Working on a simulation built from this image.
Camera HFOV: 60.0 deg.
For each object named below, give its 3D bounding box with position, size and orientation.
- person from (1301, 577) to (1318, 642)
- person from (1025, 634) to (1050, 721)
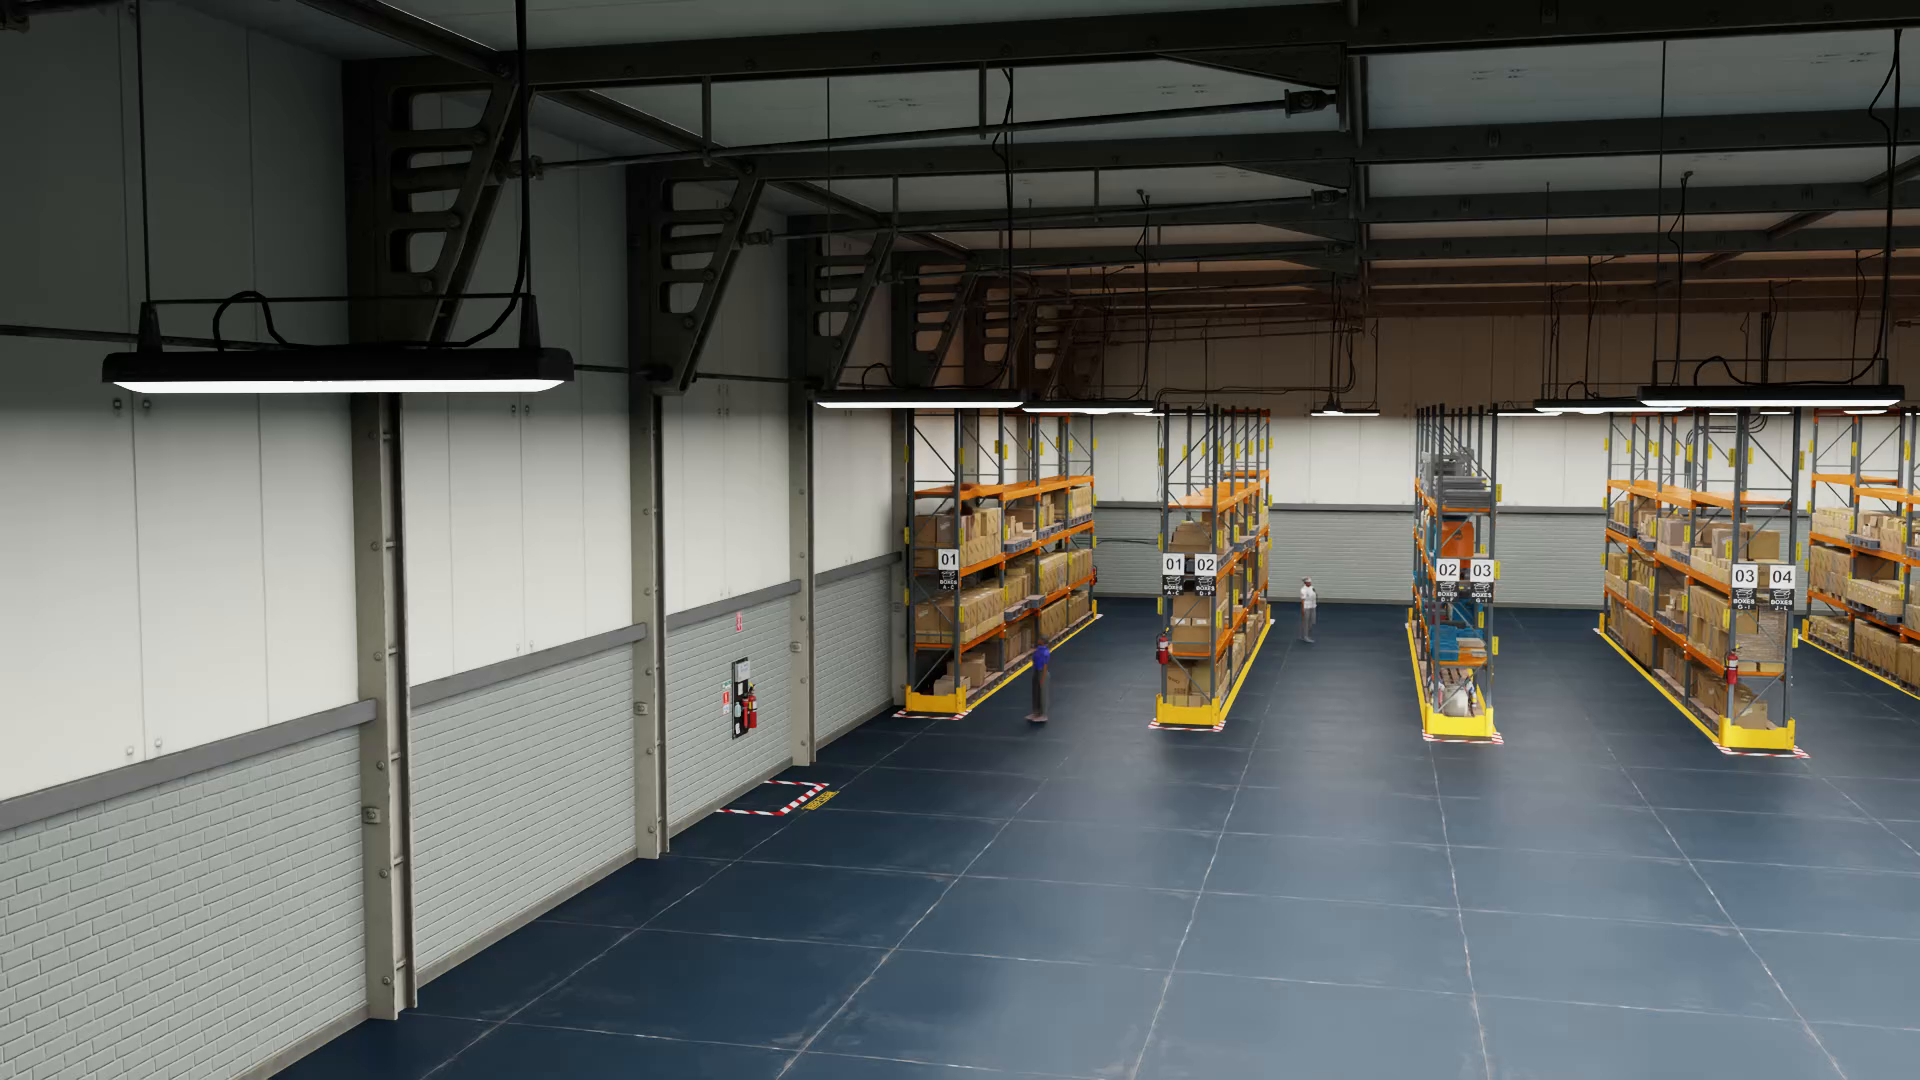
[{"bbox_3d":[8.949,1.769,42.805,0.517,1.686,0.426,-3,5,-35],"label":"person"},{"bbox_3d":[1.477,2.590,31.501,0.394,1.647,0.516,-2,5,-26],"label":"person"}]
